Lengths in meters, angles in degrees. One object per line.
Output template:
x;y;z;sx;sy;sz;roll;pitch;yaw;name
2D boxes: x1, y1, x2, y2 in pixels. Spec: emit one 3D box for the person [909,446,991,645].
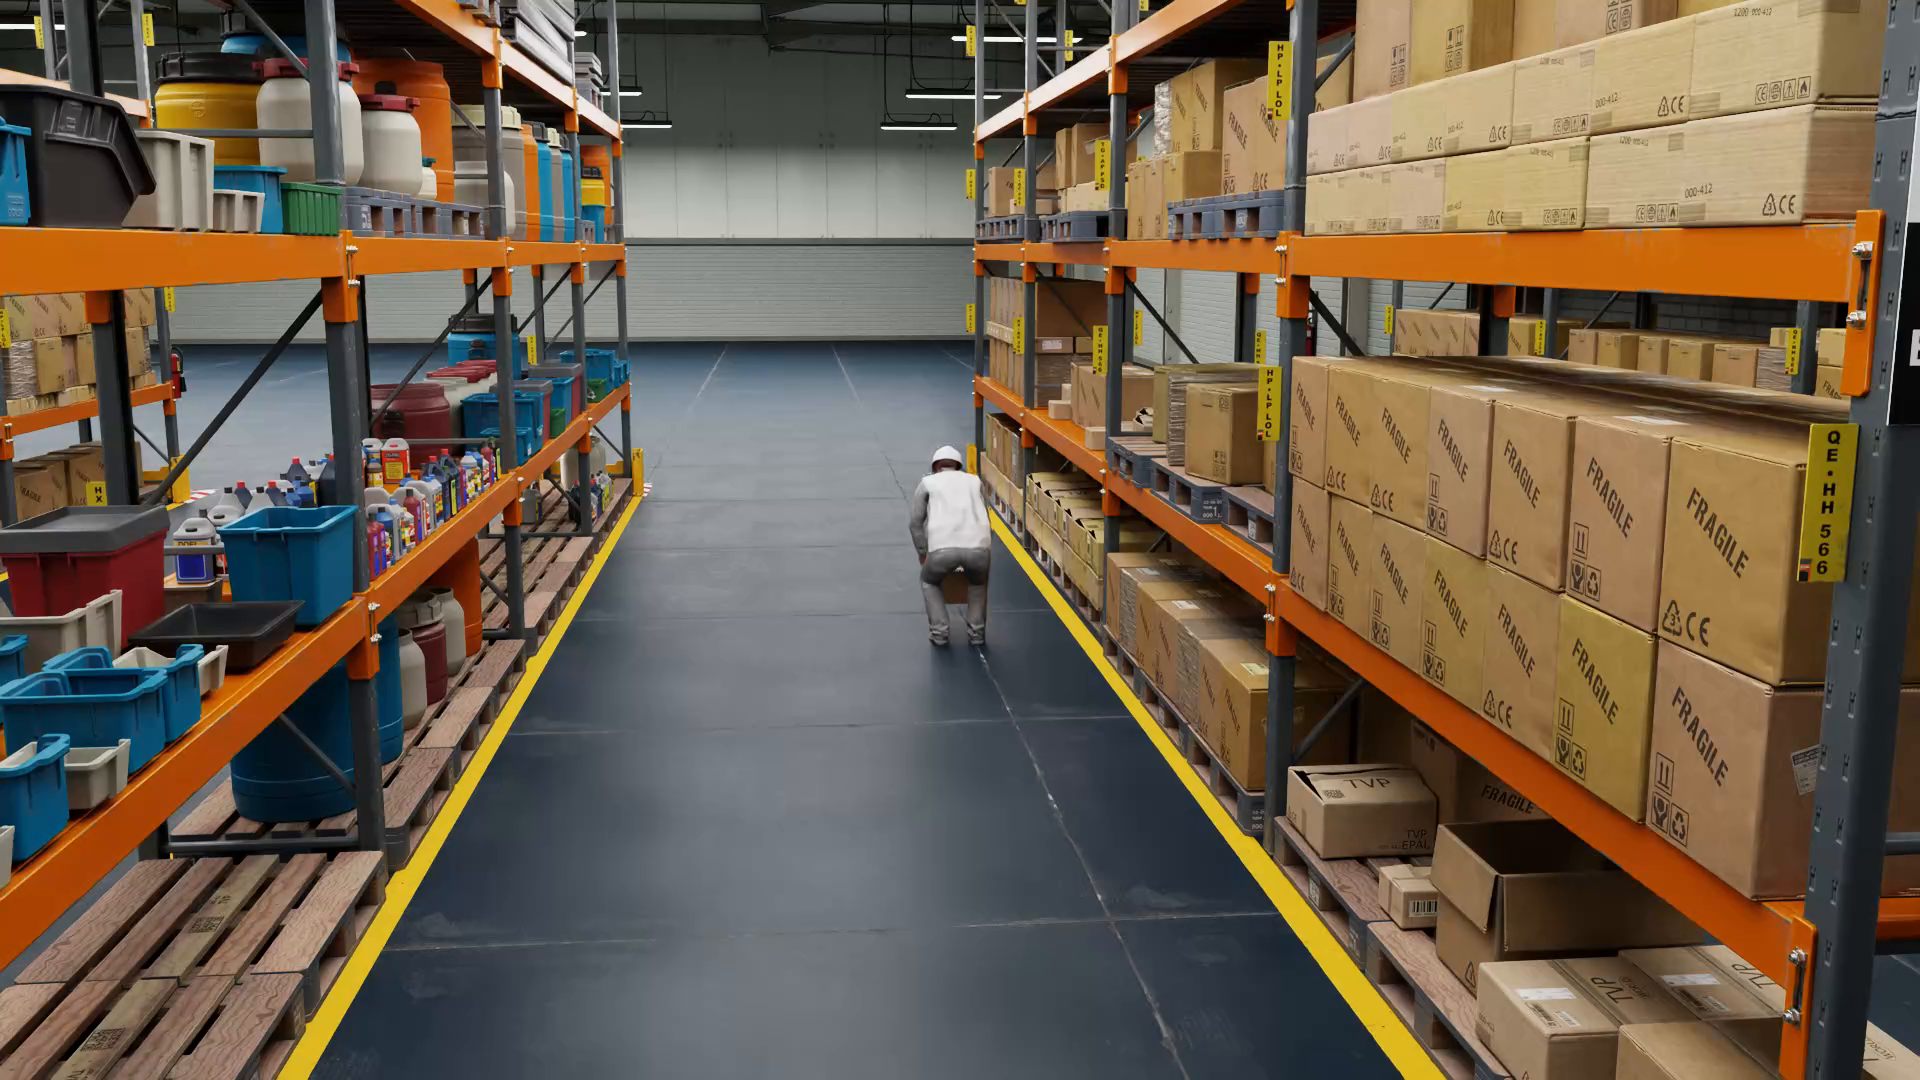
-0.063;0.043;11.782;0.590;1.363;0.797;-1;10;-5;person
